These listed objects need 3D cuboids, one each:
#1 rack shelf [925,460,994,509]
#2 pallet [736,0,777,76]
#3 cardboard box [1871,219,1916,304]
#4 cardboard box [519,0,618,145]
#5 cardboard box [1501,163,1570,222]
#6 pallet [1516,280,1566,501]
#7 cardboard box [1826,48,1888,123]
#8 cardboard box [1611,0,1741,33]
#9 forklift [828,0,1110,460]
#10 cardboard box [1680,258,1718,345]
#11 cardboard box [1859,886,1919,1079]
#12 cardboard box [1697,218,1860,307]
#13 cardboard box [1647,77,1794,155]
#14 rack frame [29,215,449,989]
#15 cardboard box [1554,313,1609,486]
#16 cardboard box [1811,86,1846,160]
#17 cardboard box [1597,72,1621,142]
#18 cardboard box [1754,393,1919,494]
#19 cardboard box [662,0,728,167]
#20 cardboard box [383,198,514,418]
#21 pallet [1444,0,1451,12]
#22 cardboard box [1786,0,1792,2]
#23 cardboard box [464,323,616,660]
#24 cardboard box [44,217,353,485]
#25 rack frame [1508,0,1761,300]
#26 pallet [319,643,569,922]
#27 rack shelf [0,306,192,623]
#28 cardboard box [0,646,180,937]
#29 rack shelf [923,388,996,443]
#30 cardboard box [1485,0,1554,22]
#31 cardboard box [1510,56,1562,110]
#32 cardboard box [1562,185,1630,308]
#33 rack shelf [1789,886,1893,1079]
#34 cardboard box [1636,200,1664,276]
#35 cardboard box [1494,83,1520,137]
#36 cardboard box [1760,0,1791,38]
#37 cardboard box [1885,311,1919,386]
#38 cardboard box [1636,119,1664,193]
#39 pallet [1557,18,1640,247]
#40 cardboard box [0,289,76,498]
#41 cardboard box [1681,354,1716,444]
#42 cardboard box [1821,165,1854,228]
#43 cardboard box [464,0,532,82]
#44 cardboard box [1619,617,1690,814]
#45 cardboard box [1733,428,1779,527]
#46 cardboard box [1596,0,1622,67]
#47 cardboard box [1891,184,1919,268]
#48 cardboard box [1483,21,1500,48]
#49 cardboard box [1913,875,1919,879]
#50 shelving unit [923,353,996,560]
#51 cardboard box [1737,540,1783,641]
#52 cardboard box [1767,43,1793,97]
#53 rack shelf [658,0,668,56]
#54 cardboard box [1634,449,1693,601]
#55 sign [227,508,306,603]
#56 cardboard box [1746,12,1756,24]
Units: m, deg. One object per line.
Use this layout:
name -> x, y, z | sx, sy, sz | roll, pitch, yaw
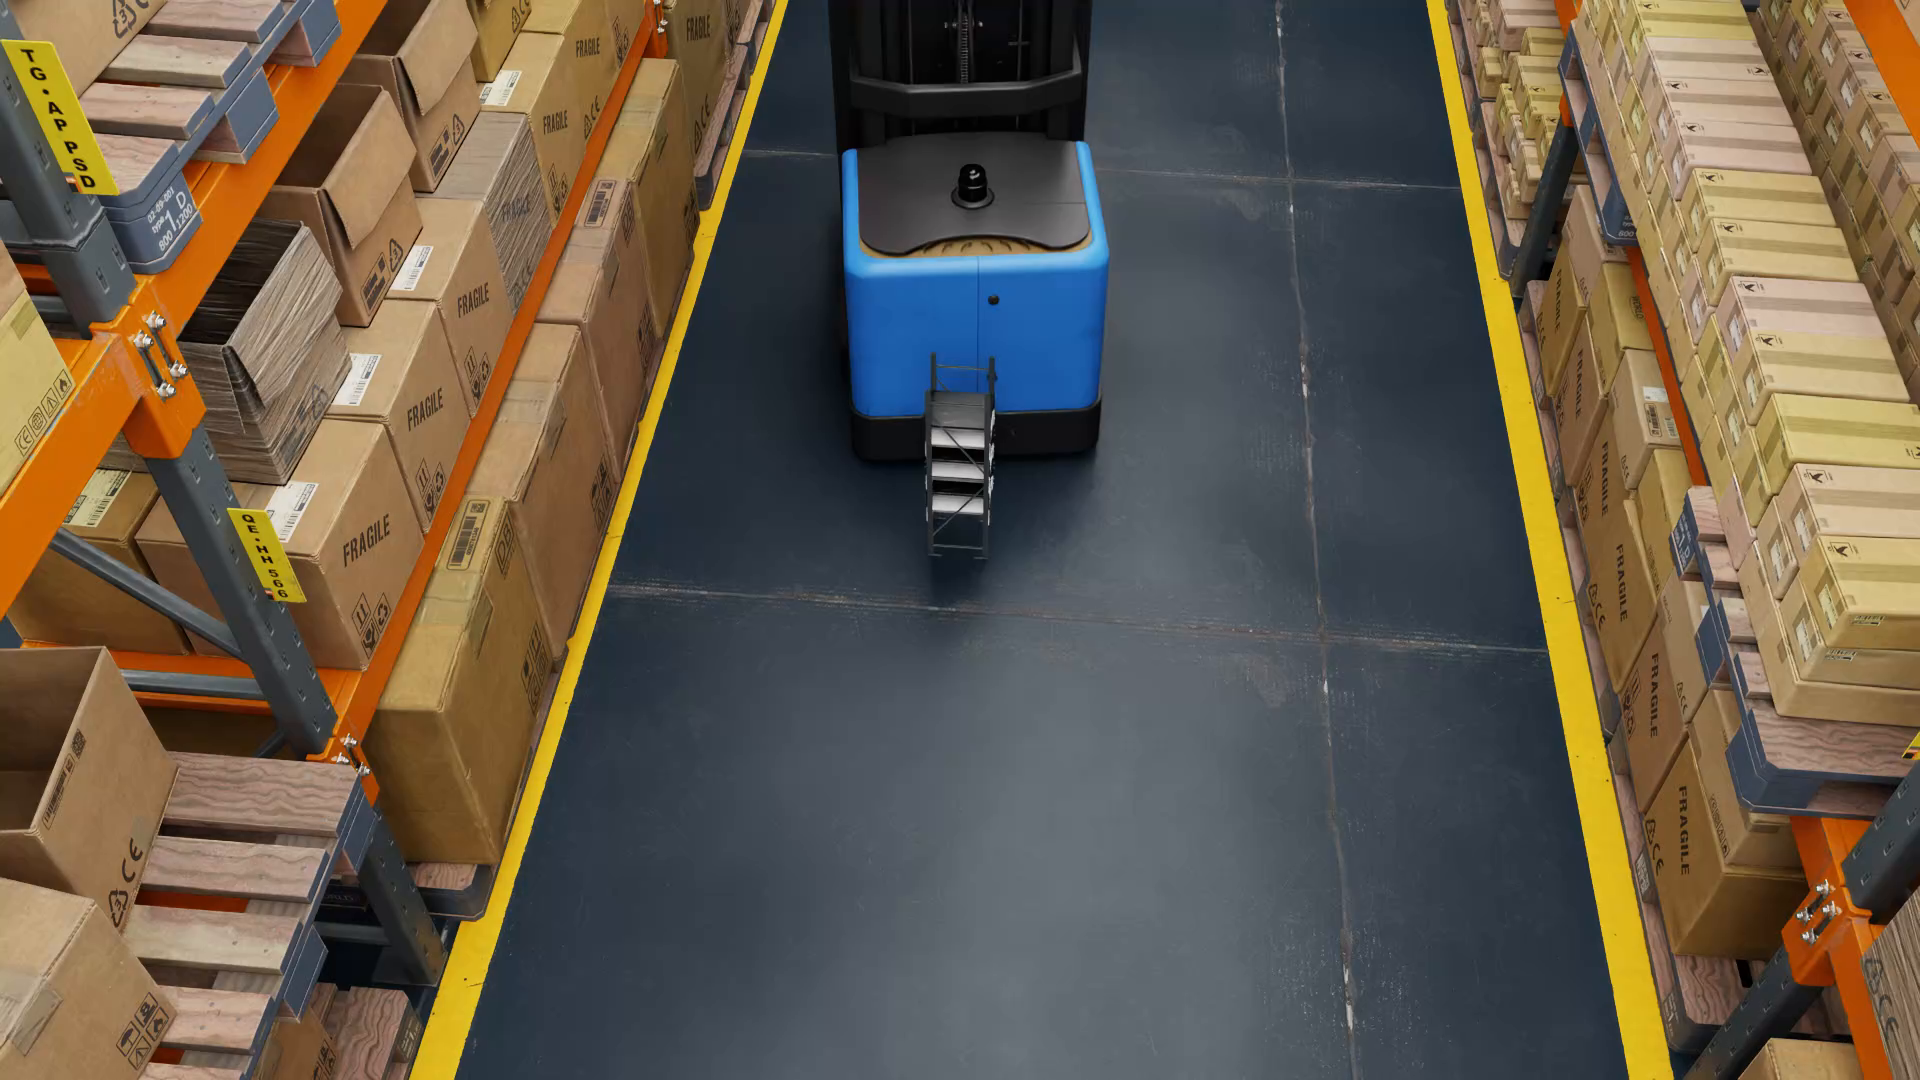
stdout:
rack shelf -> 0.001, -0.226, 6.540 | 0.258, 0.077, 0.200 | 4, 48, 4
pallet -> -1.579, -3.076, 9.446 | 1.003, 0.211, 1.213 | 4, 48, 4
cardboard box -> 3.111, -0.862, 5.215 | 0.380, 0.149, 0.250 | 5, 48, 5
cardboard box -> -1.657, -1.873, 6.389 | 0.500, 0.500, 0.500 | 5, 48, 5
cardboard box -> 2.792, -1.648, 7.898 | 0.380, 0.149, 0.250 | 4, 48, 4
pallet -> 3.026, -0.644, 7.222 | 1.003, 0.211, 1.213 | 4, 48, 4
cardboard box -> 3.180, -1.526, 5.622 | 0.380, 0.149, 0.250 | 4, 48, 3
cardboard box -> 2.582, -1.951, 6.010 | 0.380, 0.149, 0.250 | 5, 48, 5
forklift -> -0.015, -2.408, 6.992 | 1.130, 2.935, 3.031 | -2, 48, -2
cardboard box -> 2.438, -0.717, 5.083 | 0.380, 0.149, 0.250 | 5, 48, 5
cardboard box -> 2.421, 1.060, 3.706 | 0.500, 0.500, 0.500 | 4, 48, 4
cardboard box -> 2.439, -0.816, 4.972 | 0.380, 0.149, 0.250 | 6, 48, 5
cardboard box -> 2.508, -1.391, 5.498 | 0.380, 0.149, 0.250 | 4, 48, 3
rack frame -> -2.199, 0.375, 4.401 | 1.000, 3.000, 0.127 | 4, 48, 4
cardboard box -> 2.717, -0.541, 6.647 | 0.500, 0.500, 0.500 | 6, 48, 5
cardboard box -> 3.187, -1.432, 5.737 | 0.380, 0.149, 0.250 | 2, 48, 2
cardboard box -> 2.555, -1.568, 6.063 | 0.380, 0.149, 0.250 | 4, 48, 4
cardboard box -> 2.368, -0.243, 4.448 | 0.380, 0.149, 0.250 | 5, 48, 5
cardboard box -> -1.695, -2.469, 8.157 | 0.875, 0.875, 0.875 | 4, 48, 4
cardboard box -> -1.796, -0.754, 5.365 | 0.500, 0.500, 0.500 | 3, 48, 3
pallet -> 3.344, -3.505, 9.838 | 1.003, 0.211, 1.213 | 4, 48, 4
cardboard box -> 3.253, -2.107, 6.152 | 0.380, 0.149, 0.250 | 6, 48, 5
cardboard box -> -2.027, -0.210, 6.091 | 1.225, 0.875, 0.875 | 4, 48, 4
cardboard box -> -2.116, -0.534, 4.484 | 0.797, 0.503, 0.637 | 5, 48, 5
rack frame -> 3.095, -2.157, 6.716 | 1.000, 3.000, 0.127 | 4, 48, 4
pallet -> -2.052, 0.741, 5.955 | 1.003, 0.211, 1.213 | 4, 48, 4
rack shelf -> -2.382, 1.075, 2.215 | 1.077, 0.370, 4.000 | 4, 48, 4
cardboard box -> -2.209, 0.599, 3.843 | 0.500, 0.500, 0.500 | -1, 48, -1
rack shelf -> 0.001, -0.469, 6.275 | 0.258, 0.077, 0.200 | 4, 48, 4
cardboard box -> 2.914, -2.780, 8.530 | 0.380, 0.149, 0.250 | 2, 48, 2
cardboard box -> 2.868, -2.190, 7.990 | 0.380, 0.149, 0.250 | 3, 48, 3
cardboard box -> 2.765, -1.183, 6.726 | 0.500, 0.250, 0.500 | 2, 48, 2
rack shelf -> 2.549, 2.495, 2.949 | 1.077, 0.370, 4.000 | 4, 48, 4
cardboard box -> 2.488, -0.995, 5.539 | 0.380, 0.149, 0.250 | 3, 48, 3
cardboard box -> 2.827, -2.088, 8.098 | 0.380, 0.149, 0.250 | 2, 48, 2
cardboard box -> 3.256, -2.009, 6.264 | 0.380, 0.149, 0.250 | 5, 48, 5
cardboard box -> 3.092, -0.564, 5.145 | 0.380, 0.149, 0.250 | 4, 48, 4
cardboard box -> 2.511, -1.286, 5.604 | 0.380, 0.149, 0.250 | 6, 48, 5
pallet -> 2.881, -1.540, 6.282 | 1.003, 0.211, 1.213 | 4, 48, 4
cardboard box -> -1.998, -0.221, 3.014 | 0.500, 0.250, 0.500 | 4, 48, 4
cardboard box -> 2.415, -0.420, 5.013 | 0.380, 0.149, 0.250 | 2, 48, 2
cardboard box -> 3.166, -1.146, 5.677 | 0.380, 0.149, 0.250 | 2, 48, 2
cardboard box -> -1.959, -1.964, 5.792 | 0.797, 0.503, 0.637 | 4, 48, 4
cardboard box -> 2.582, 0.602, 5.602 | 0.500, 0.500, 0.500 | 6, 48, 5
cardboard box -> 2.366, -0.158, 4.572 | 0.380, 0.149, 0.250 | 5, 48, 4
cardboard box -> 2.580, -1.865, 6.133 | 0.380, 0.149, 0.250 | 3, 48, 3
cardboard box -> 3.111, -0.951, 5.095 | 0.380, 0.149, 0.250 | 3, 48, 3
cardboard box -> 2.977, -2.595, 8.764 | 0.380, 0.149, 0.250 | 5, 48, 4
cardboard box -> 3.035, 0.741, 4.967 | 0.500, 0.250, 0.500 | 2, 48, 2
shelving unit -> 0.001, -0.310, 6.449 | 0.258, 0.900, 0.210 | 4, 48, 4
cardboard box -> 2.343, 0.150, 4.492 | 0.380, 0.149, 0.250 | 4, 48, 3
cardboard box -> 3.233, -1.718, 6.200 | 0.380, 0.149, 0.250 | 4, 48, 4
rack shelf -> -1.652, -3.792, 8.699 | 1.077, 0.370, 4.000 | 4, 48, 4
cardboard box -> 2.629, -0.033, 5.675 | 0.500, 0.250, 0.500 | 5, 48, 4
sign -> -1.658, 0.040, 3.976 | 0.100, 0.325, 0.005 | 4, 48, 4
cardboard box -> 3.447, -2.258, 6.979 | 0.380, 0.149, 0.250 | 5, 48, 5
